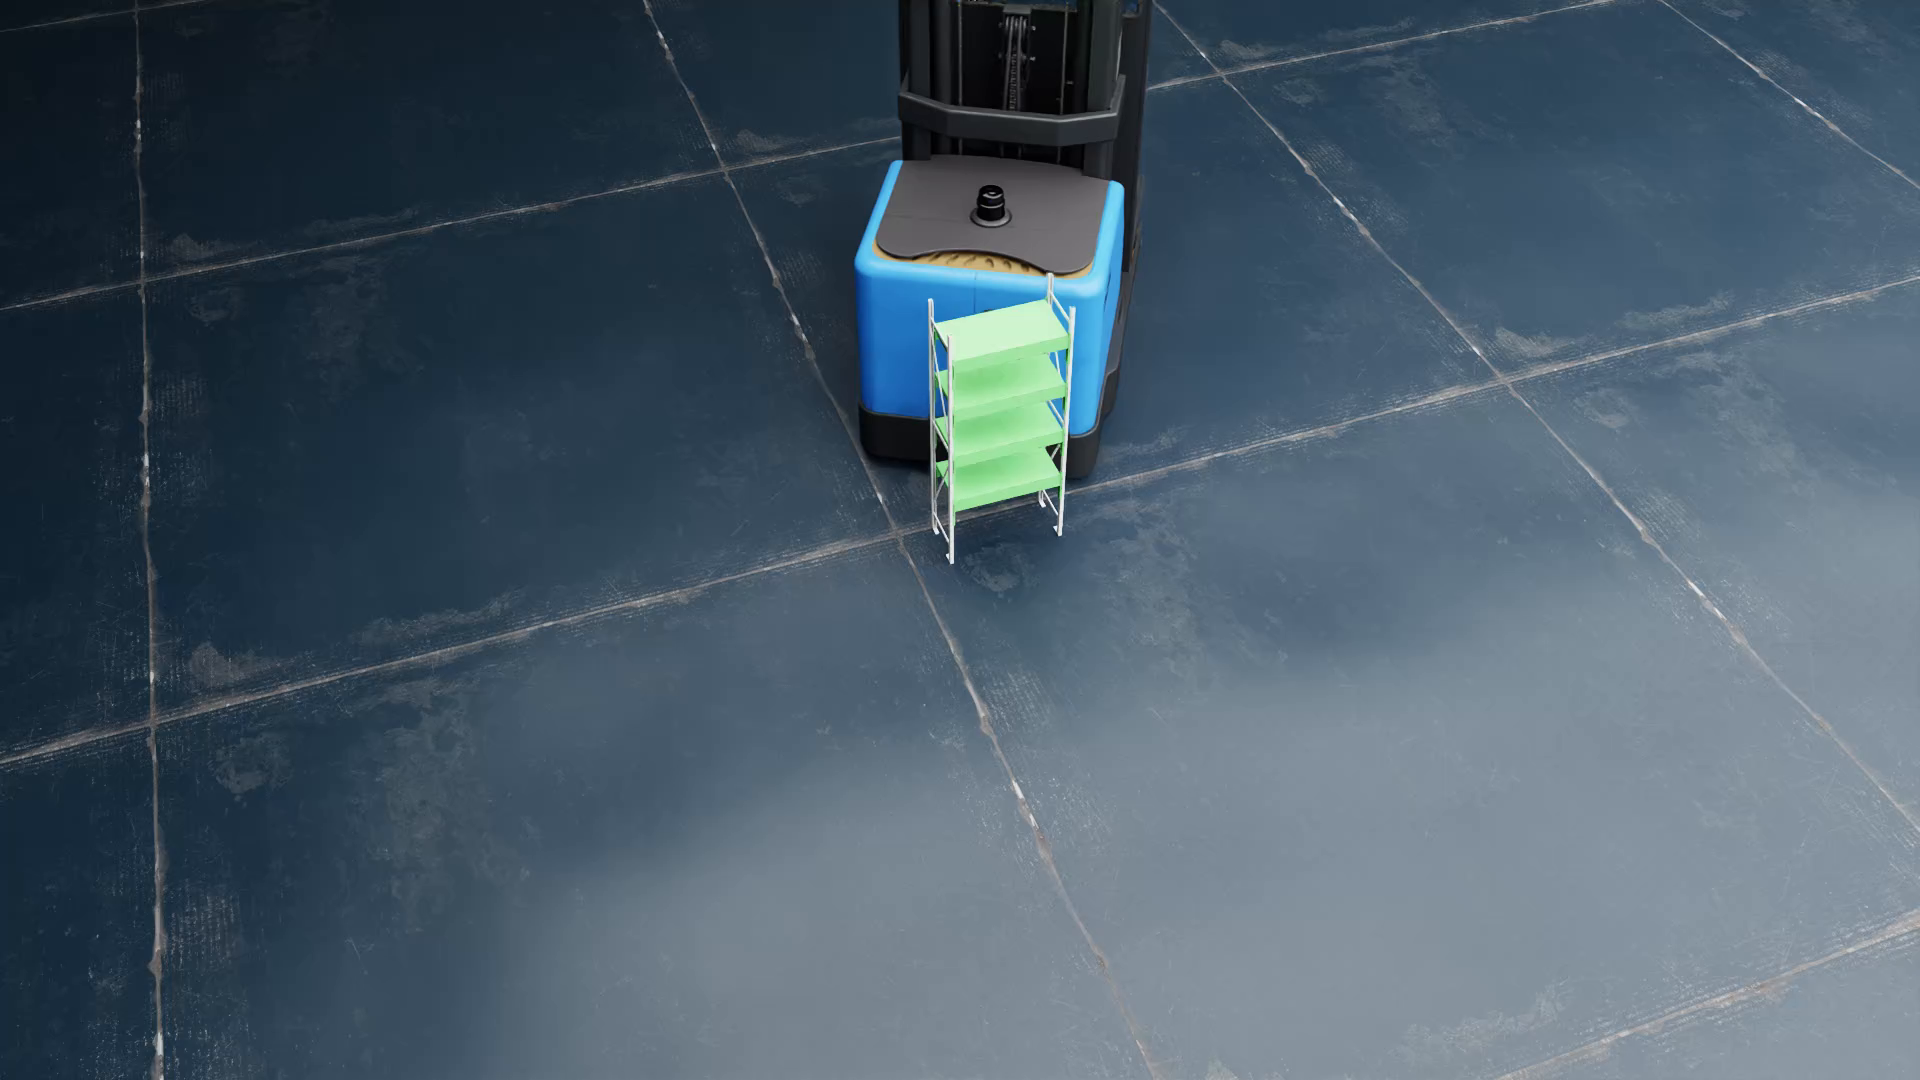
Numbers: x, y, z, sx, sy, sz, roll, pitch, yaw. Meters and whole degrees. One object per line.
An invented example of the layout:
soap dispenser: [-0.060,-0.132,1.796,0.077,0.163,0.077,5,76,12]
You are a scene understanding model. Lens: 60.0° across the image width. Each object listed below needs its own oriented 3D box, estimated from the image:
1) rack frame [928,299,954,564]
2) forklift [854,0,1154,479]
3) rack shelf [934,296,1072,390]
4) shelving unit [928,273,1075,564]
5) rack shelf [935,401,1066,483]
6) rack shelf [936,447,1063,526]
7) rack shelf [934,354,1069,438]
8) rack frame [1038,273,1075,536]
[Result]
rack frame: [-0.074,-0.405,6.616,0.015,1.200,0.240,-14,47,-14]
forklift: [0.321,-2.359,7.341,1.130,2.935,3.031,7,46,7]
rack shelf: [0.156,-0.757,6.379,0.480,0.148,0.258,-14,47,-14]
shelving unit: [0.156,-0.463,6.674,0.503,1.200,0.258,-14,47,-14]
rack shelf: [0.156,-0.418,6.719,0.480,0.148,0.258,-14,47,-14]
rack shelf: [0.156,-0.249,6.889,0.480,0.148,0.258,-14,47,-14]
rack shelf: [0.156,-0.588,6.549,0.480,0.148,0.258,-14,47,-14]
rack frame: [0.385,-0.522,6.732,0.015,1.200,0.240,-14,47,-14]
